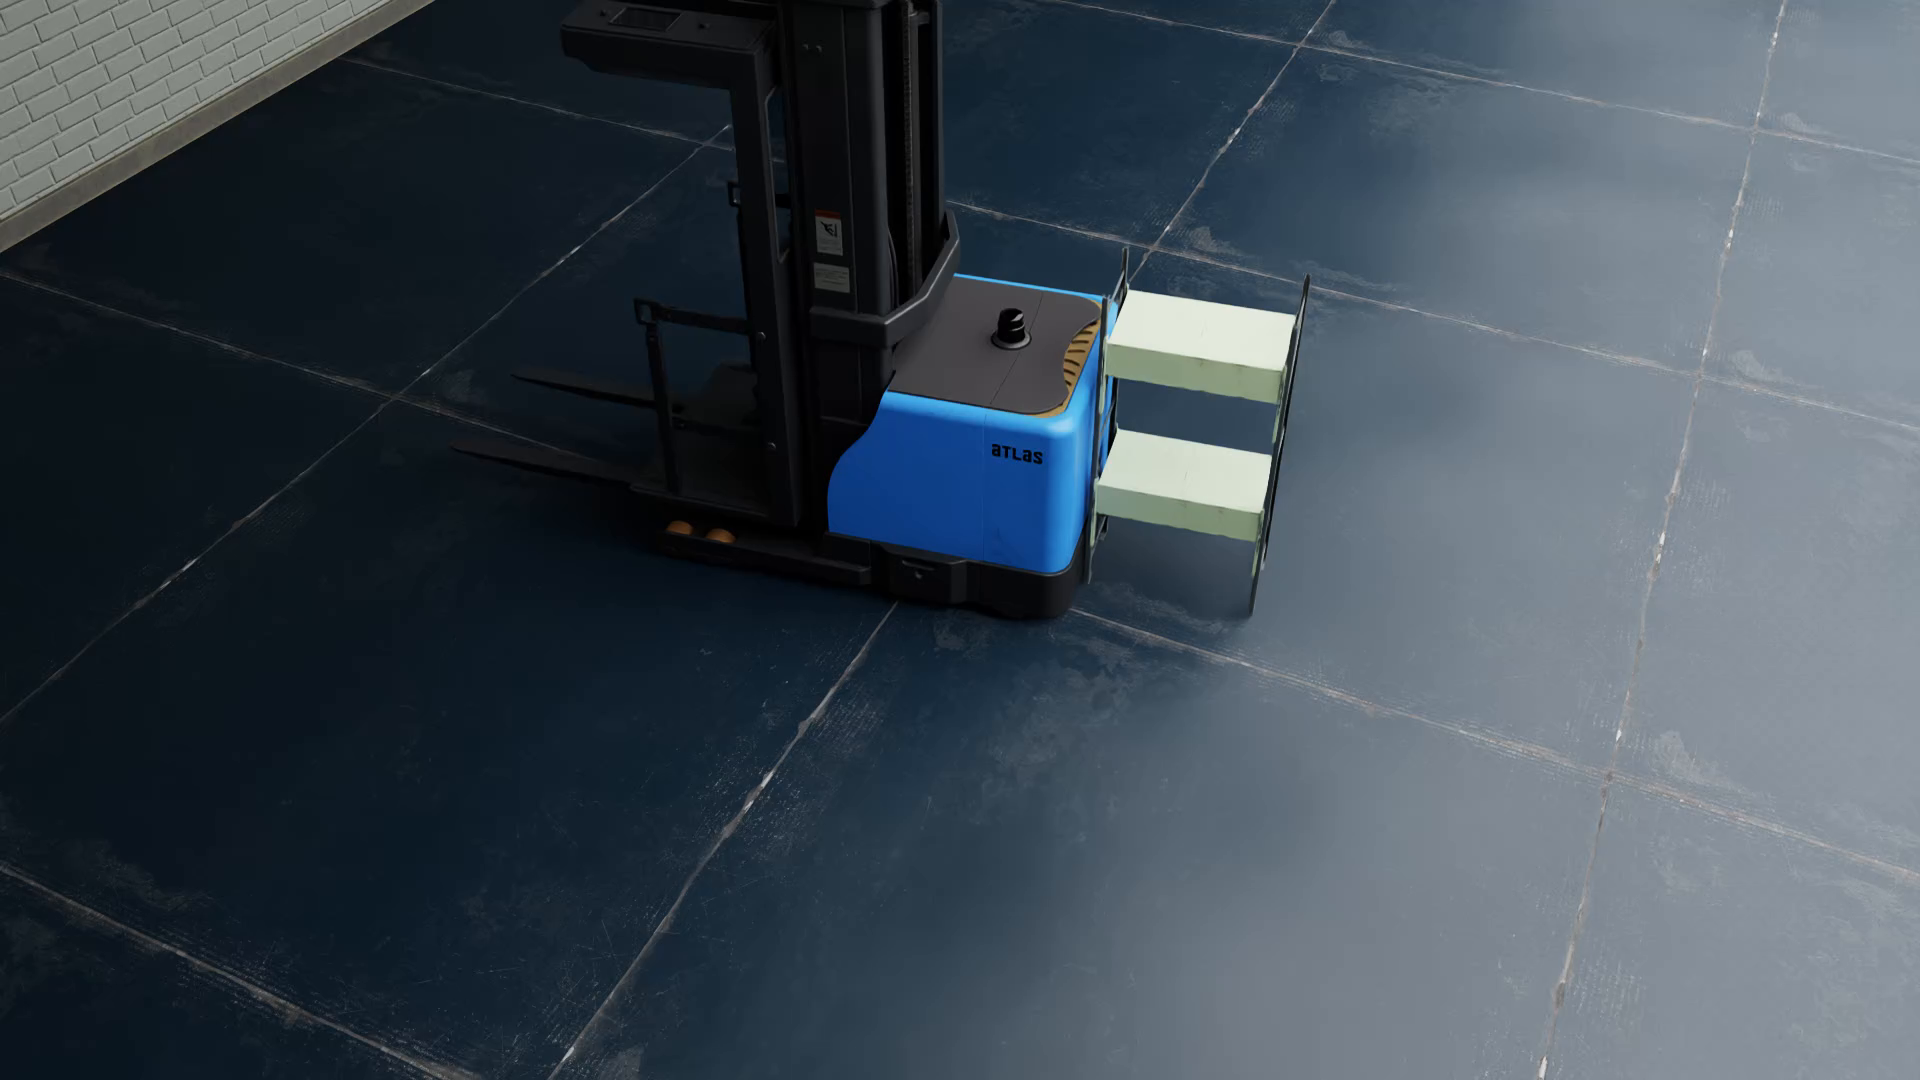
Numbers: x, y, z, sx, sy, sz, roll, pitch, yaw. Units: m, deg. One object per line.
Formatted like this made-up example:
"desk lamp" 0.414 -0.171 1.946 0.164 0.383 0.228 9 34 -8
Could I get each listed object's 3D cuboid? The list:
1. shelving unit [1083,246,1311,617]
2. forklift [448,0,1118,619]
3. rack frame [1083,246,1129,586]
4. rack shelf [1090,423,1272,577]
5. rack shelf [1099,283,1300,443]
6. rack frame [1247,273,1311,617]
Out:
"shelving unit" 0.967 -0.424 6.978 0.755 1.500 0.431 11 42 12
"forklift" -0.860 -1.313 6.911 3.031 2.935 1.130 11 42 12
"rack frame" 0.616 -0.491 7.056 0.023 1.500 0.400 11 42 12
"rack shelf" 0.967 -0.178 7.192 0.720 0.370 0.431 11 42 12
"rack shelf" 0.967 -0.719 6.723 0.720 0.370 0.431 11 42 12
"rack frame" 1.319 -0.357 6.900 0.023 1.500 0.400 11 42 12
